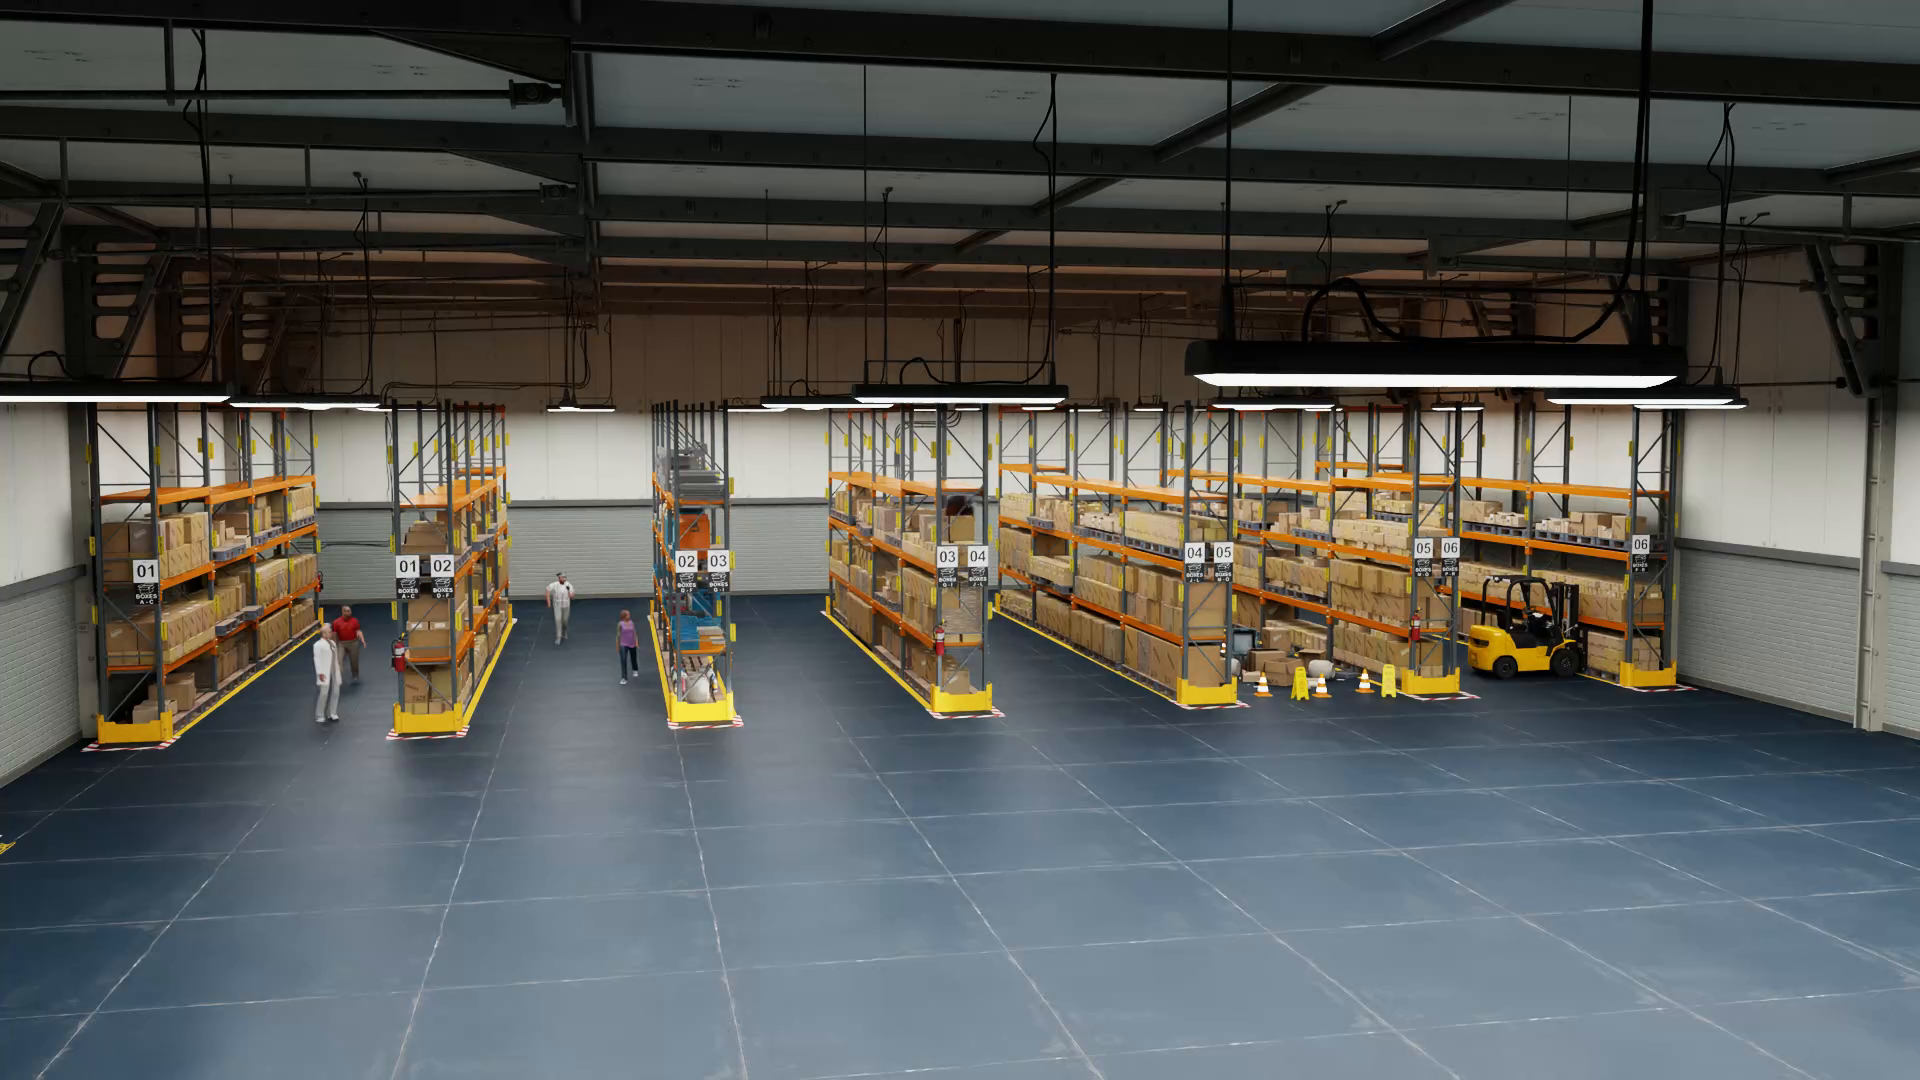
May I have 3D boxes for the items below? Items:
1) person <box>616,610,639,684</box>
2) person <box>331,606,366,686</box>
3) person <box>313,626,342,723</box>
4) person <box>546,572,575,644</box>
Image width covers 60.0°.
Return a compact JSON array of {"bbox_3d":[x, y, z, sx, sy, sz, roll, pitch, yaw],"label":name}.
[{"bbox_3d":[-7.114,2.256,35.622,0.499,1.545,0.892,0,4,-4],"label":"person"},{"bbox_3d":[-12.901,2.223,35.087,0.743,1.663,1.039,0,4,-6],"label":"person"},{"bbox_3d":[-11.846,2.529,31.204,0.421,1.842,0.616,3,5,34],"label":"person"},{"bbox_3d":[-10.043,1.668,41.810,0.722,1.753,0.993,-1,4,-14],"label":"person"}]
